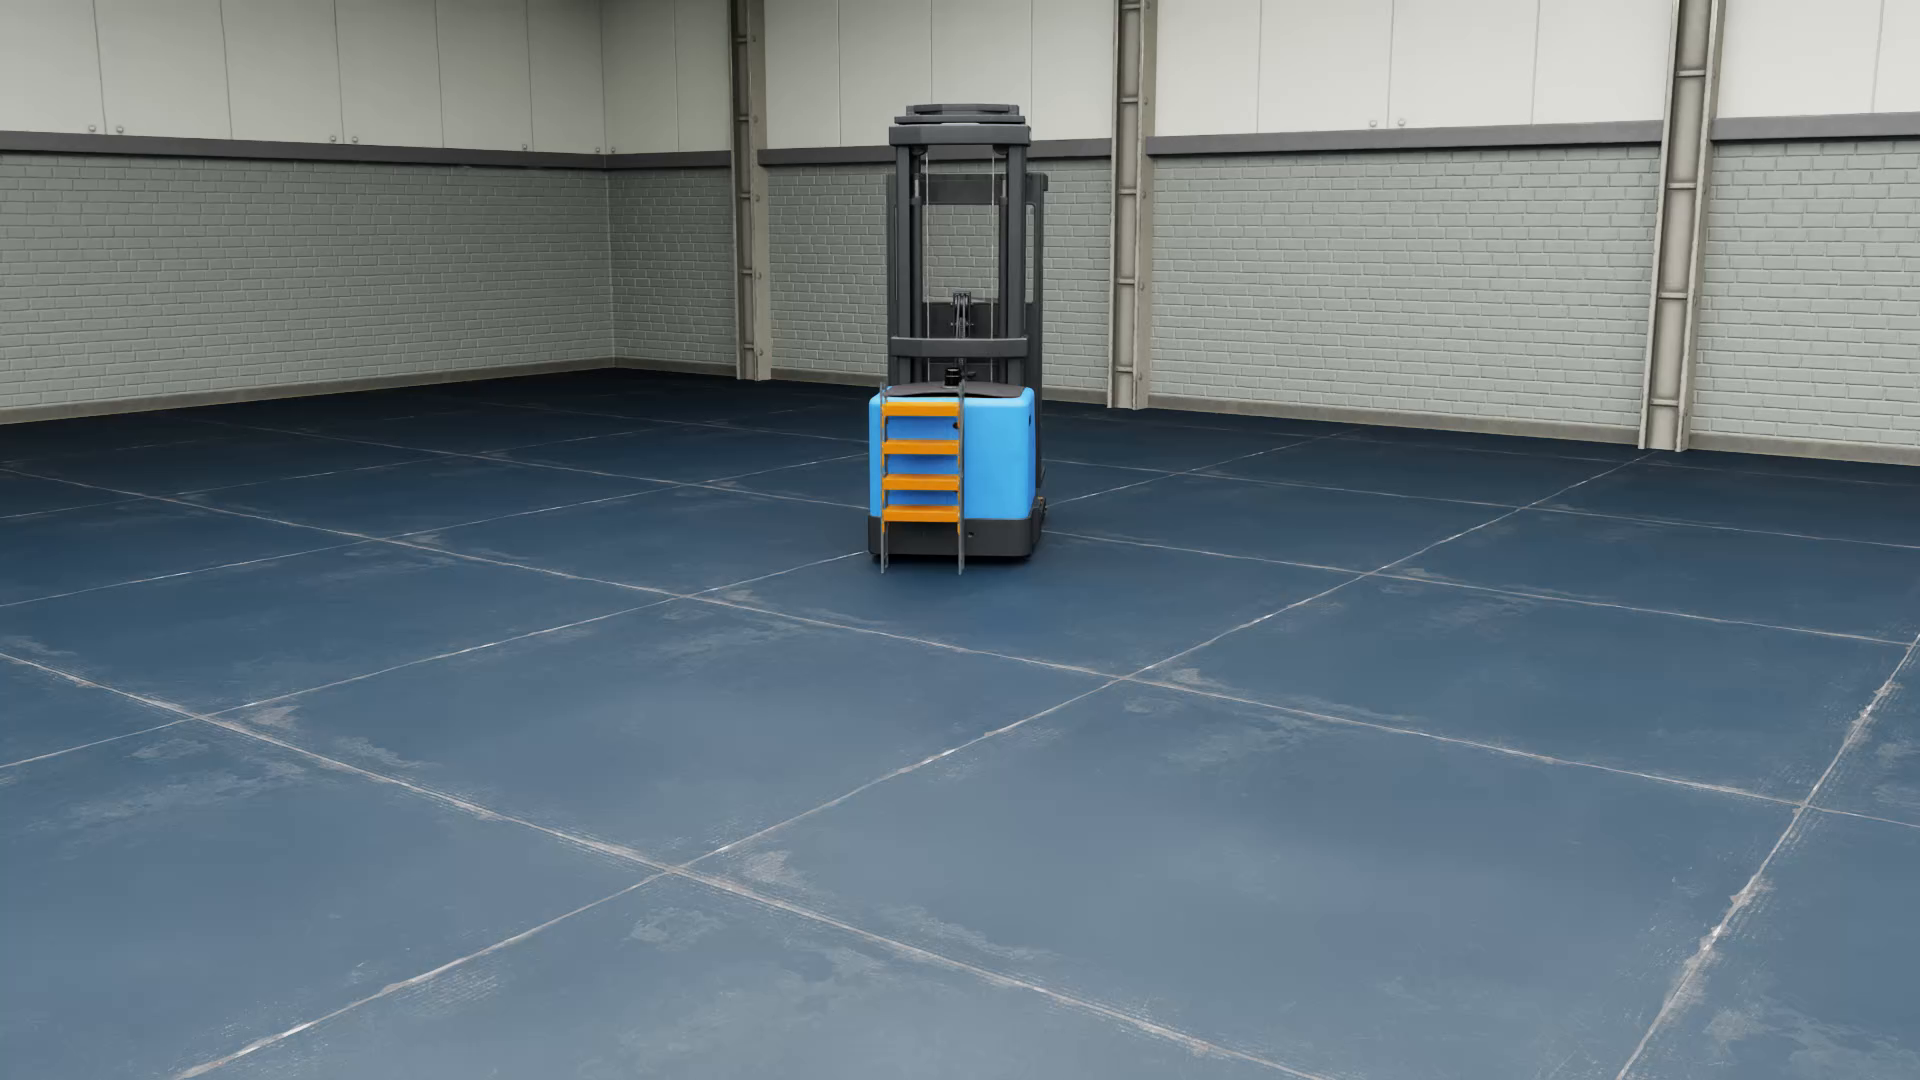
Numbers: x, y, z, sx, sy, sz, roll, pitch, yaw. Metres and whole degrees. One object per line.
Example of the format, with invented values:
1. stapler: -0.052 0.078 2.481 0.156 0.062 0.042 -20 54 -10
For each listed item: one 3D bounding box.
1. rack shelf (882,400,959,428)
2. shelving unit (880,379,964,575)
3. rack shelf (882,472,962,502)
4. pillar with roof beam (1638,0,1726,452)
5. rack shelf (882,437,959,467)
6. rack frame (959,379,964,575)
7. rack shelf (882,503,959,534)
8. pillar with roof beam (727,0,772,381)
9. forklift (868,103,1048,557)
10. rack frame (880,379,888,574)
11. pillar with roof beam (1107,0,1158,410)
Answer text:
1. rack shelf: -0.233 -0.785 10.348 0.480 0.148 0.258 1 10 5
2. shelving unit: -0.233 -0.398 10.418 0.503 1.200 0.258 1 10 5
3. rack shelf: -0.233 -0.332 10.430 0.480 0.148 0.258 1 10 5
4. pillar with roof beam: 4.269 -4.647 11.858 0.400 9.000 9.100 8 13 36
5. rack shelf: -0.233 -0.552 10.390 0.480 0.148 0.258 1 10 5
6. rack frame: 0.010 -0.394 10.398 0.015 1.200 0.240 1 10 5
7. rack shelf: -0.234 -0.136 10.465 0.480 0.148 0.258 1 10 5
8. pillar with roof beam: -5.403 -5.996 18.832 0.400 9.000 9.100 8 13 36
9. forklift: 0.058 -1.557 11.862 1.130 2.935 3.031 1 11 5
10. rack frame: -0.476 -0.402 10.438 0.015 1.200 0.240 1 10 5
11. pillar with roof beam: -0.567 -5.322 15.345 0.400 9.000 9.100 8 13 36
